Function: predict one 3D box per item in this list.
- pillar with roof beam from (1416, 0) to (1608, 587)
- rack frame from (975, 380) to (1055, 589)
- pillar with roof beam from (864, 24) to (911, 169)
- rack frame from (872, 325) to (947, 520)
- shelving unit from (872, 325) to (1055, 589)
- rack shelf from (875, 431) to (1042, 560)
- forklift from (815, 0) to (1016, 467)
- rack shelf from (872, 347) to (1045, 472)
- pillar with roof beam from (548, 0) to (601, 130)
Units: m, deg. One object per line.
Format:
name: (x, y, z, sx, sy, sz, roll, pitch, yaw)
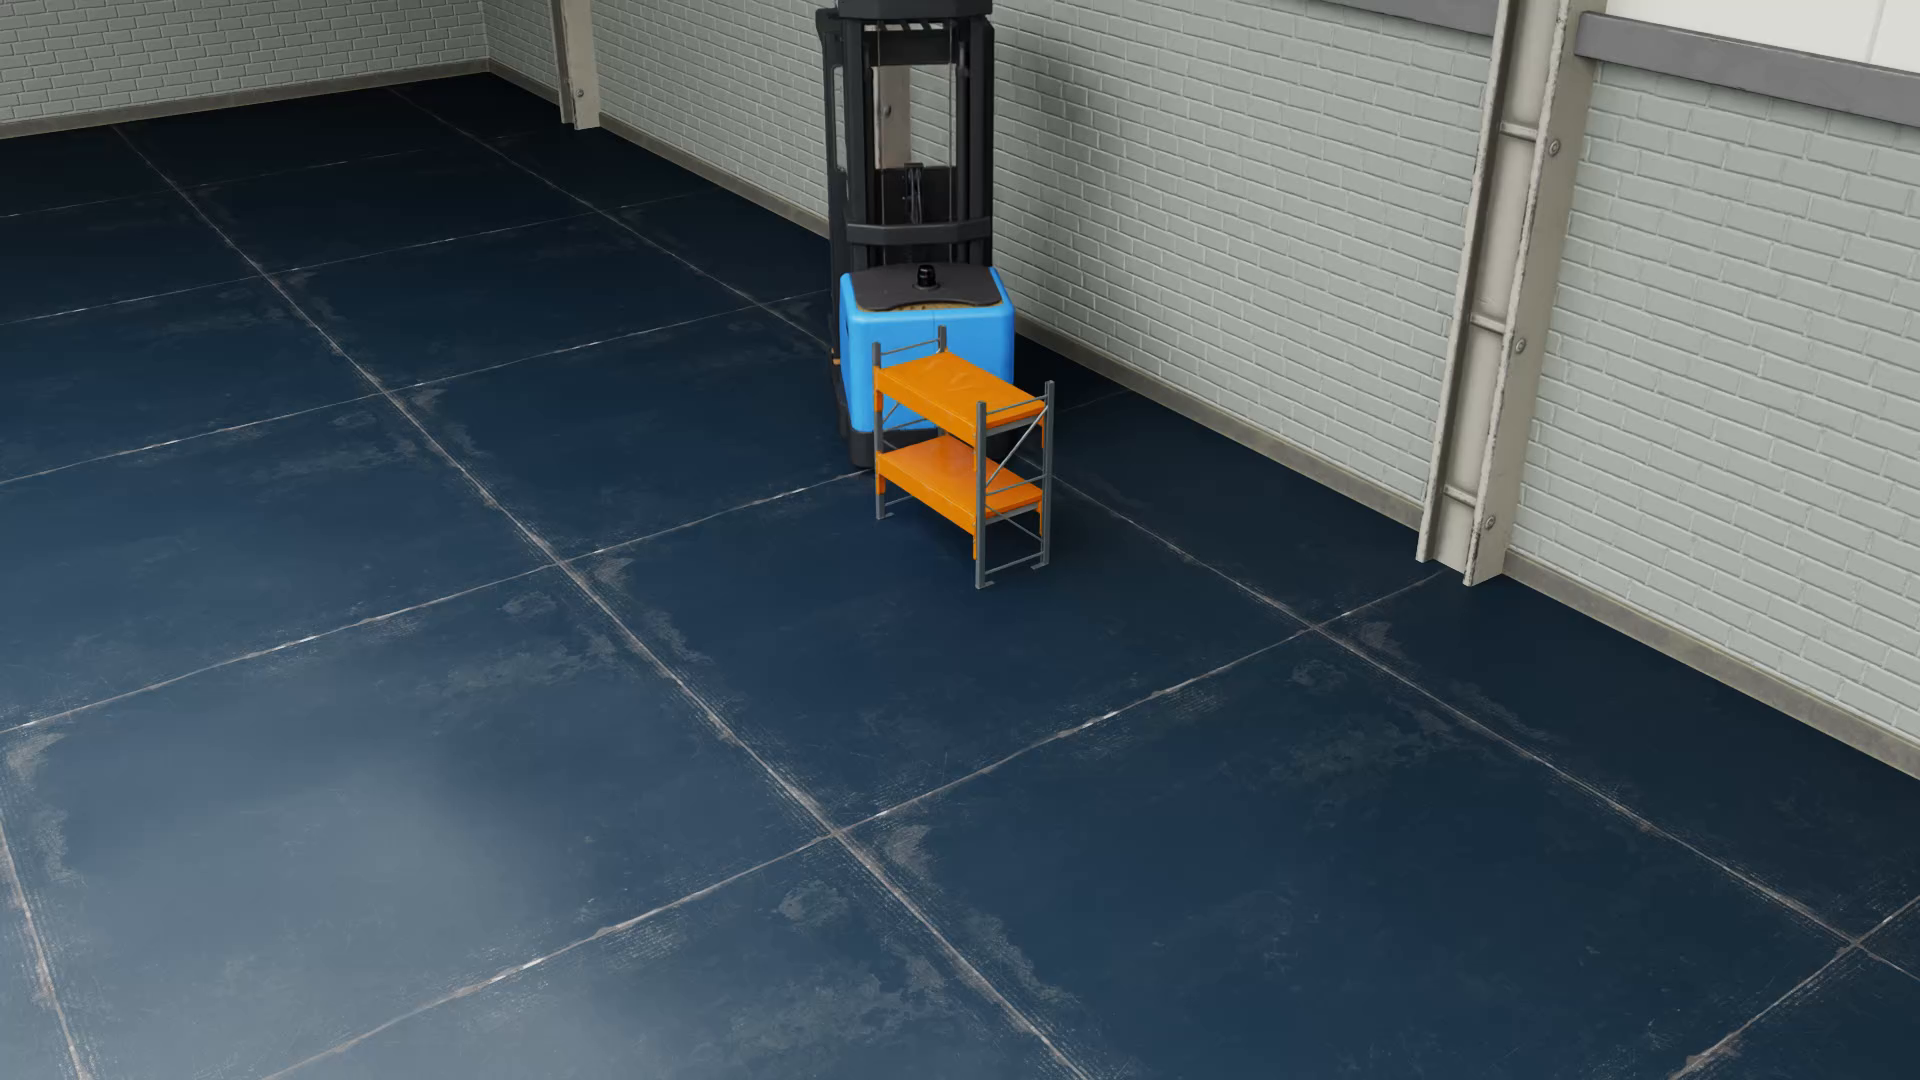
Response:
pillar with roof beam: (-0.654, -2.621, 5.146, 9.100, 9.000, 0.400, -19, 34, -31)
rack frame: (0.299, -0.294, 9.113, 0.500, 1.125, 0.032, -19, 34, -31)
pillar with roof beam: (-4.134, -4.953, 9.441, 9.100, 9.000, 0.400, -19, 34, -31)
rack frame: (-0.291, -0.689, 9.841, 0.500, 1.125, 0.032, -19, 34, -31)
shelving unit: (0.004, -0.492, 9.477, 0.538, 1.125, 1.048, -19, 34, -31)
rack shelf: (0.004, -0.277, 9.593, 0.538, 0.278, 1.000, -19, 34, -31)
forklift: (-0.359, -2.423, 11.141, 1.130, 2.935, 3.031, -4, 29, -7)
rack shelf: (0.004, -0.749, 9.337, 0.538, 0.278, 1.000, -19, 34, -31)
pillar with roof beam: (-7.614, -7.286, 13.736, 9.100, 9.000, 0.400, -19, 34, -31)
